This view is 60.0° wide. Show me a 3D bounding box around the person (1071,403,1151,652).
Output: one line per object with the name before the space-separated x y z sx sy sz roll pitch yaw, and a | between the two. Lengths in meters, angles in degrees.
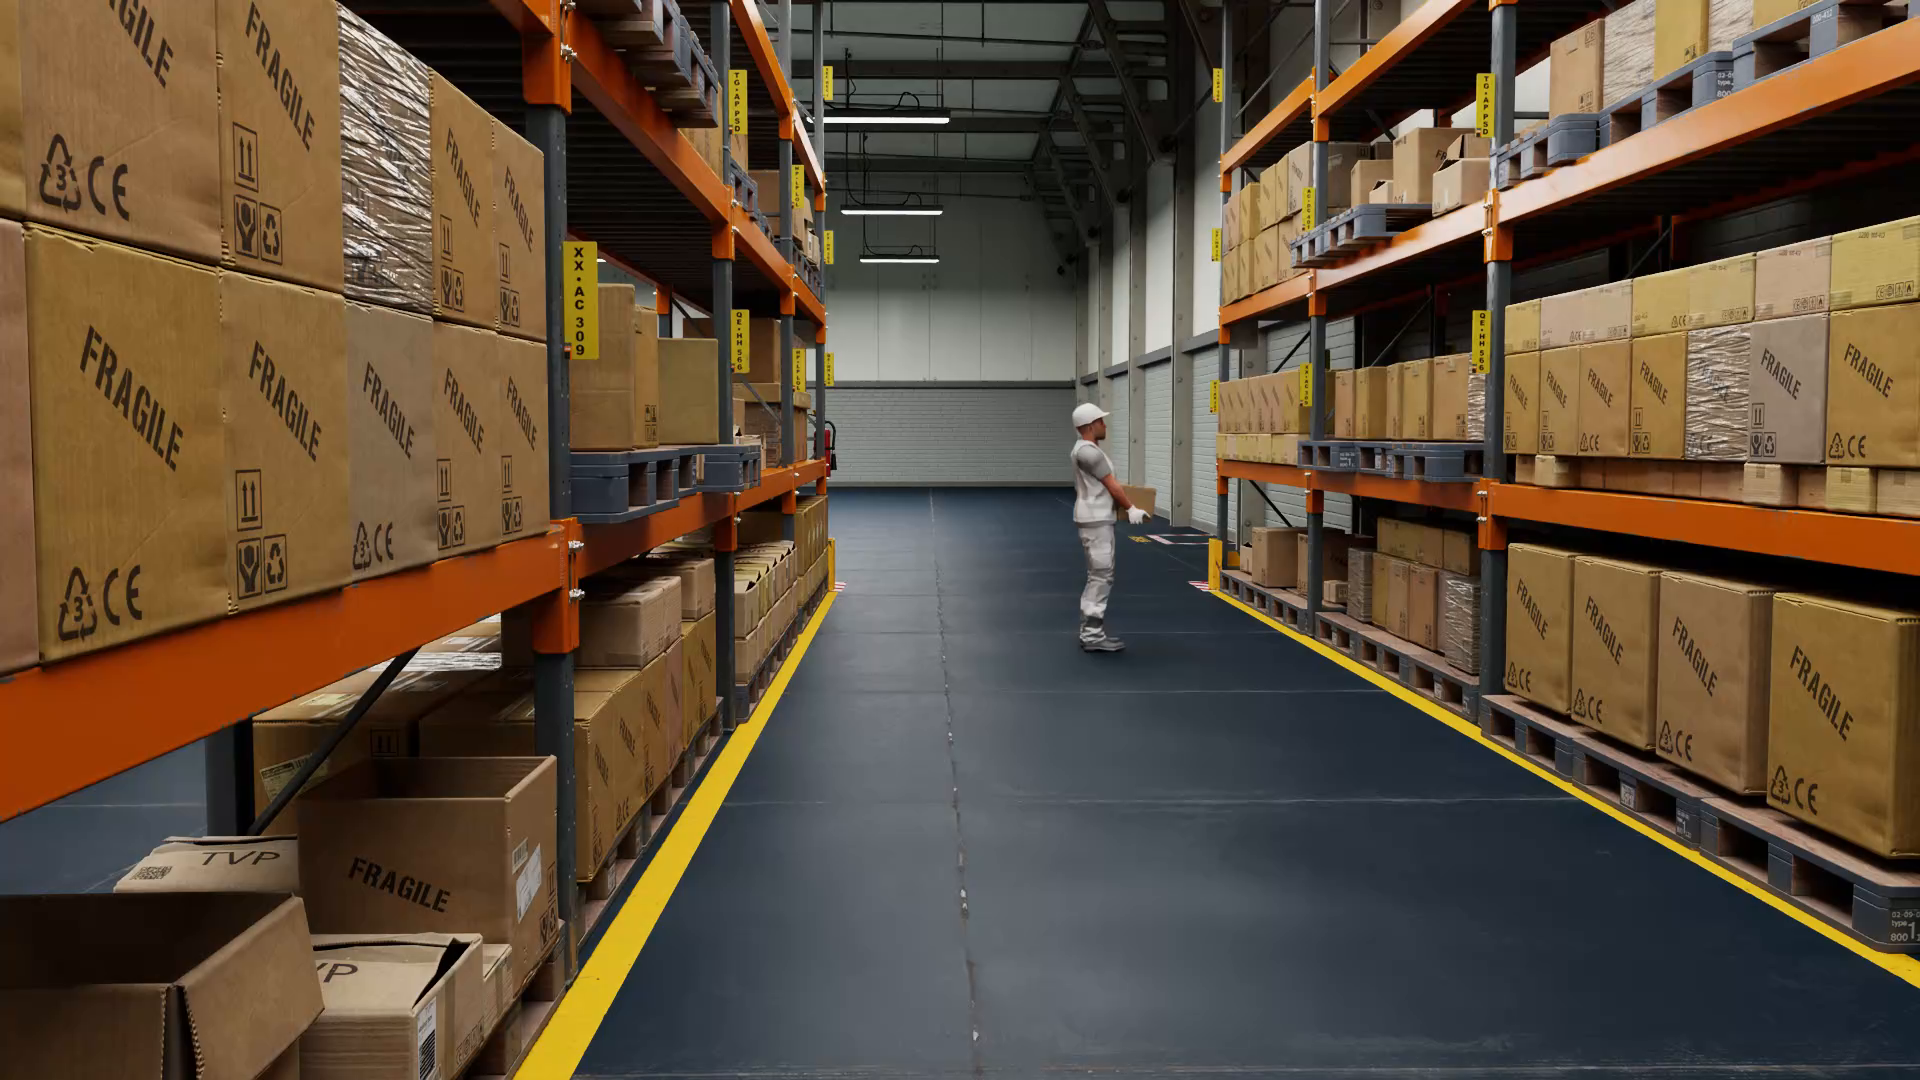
person | 1.087 -0.098 12.054 0.560 1.782 0.494 0 4 0
